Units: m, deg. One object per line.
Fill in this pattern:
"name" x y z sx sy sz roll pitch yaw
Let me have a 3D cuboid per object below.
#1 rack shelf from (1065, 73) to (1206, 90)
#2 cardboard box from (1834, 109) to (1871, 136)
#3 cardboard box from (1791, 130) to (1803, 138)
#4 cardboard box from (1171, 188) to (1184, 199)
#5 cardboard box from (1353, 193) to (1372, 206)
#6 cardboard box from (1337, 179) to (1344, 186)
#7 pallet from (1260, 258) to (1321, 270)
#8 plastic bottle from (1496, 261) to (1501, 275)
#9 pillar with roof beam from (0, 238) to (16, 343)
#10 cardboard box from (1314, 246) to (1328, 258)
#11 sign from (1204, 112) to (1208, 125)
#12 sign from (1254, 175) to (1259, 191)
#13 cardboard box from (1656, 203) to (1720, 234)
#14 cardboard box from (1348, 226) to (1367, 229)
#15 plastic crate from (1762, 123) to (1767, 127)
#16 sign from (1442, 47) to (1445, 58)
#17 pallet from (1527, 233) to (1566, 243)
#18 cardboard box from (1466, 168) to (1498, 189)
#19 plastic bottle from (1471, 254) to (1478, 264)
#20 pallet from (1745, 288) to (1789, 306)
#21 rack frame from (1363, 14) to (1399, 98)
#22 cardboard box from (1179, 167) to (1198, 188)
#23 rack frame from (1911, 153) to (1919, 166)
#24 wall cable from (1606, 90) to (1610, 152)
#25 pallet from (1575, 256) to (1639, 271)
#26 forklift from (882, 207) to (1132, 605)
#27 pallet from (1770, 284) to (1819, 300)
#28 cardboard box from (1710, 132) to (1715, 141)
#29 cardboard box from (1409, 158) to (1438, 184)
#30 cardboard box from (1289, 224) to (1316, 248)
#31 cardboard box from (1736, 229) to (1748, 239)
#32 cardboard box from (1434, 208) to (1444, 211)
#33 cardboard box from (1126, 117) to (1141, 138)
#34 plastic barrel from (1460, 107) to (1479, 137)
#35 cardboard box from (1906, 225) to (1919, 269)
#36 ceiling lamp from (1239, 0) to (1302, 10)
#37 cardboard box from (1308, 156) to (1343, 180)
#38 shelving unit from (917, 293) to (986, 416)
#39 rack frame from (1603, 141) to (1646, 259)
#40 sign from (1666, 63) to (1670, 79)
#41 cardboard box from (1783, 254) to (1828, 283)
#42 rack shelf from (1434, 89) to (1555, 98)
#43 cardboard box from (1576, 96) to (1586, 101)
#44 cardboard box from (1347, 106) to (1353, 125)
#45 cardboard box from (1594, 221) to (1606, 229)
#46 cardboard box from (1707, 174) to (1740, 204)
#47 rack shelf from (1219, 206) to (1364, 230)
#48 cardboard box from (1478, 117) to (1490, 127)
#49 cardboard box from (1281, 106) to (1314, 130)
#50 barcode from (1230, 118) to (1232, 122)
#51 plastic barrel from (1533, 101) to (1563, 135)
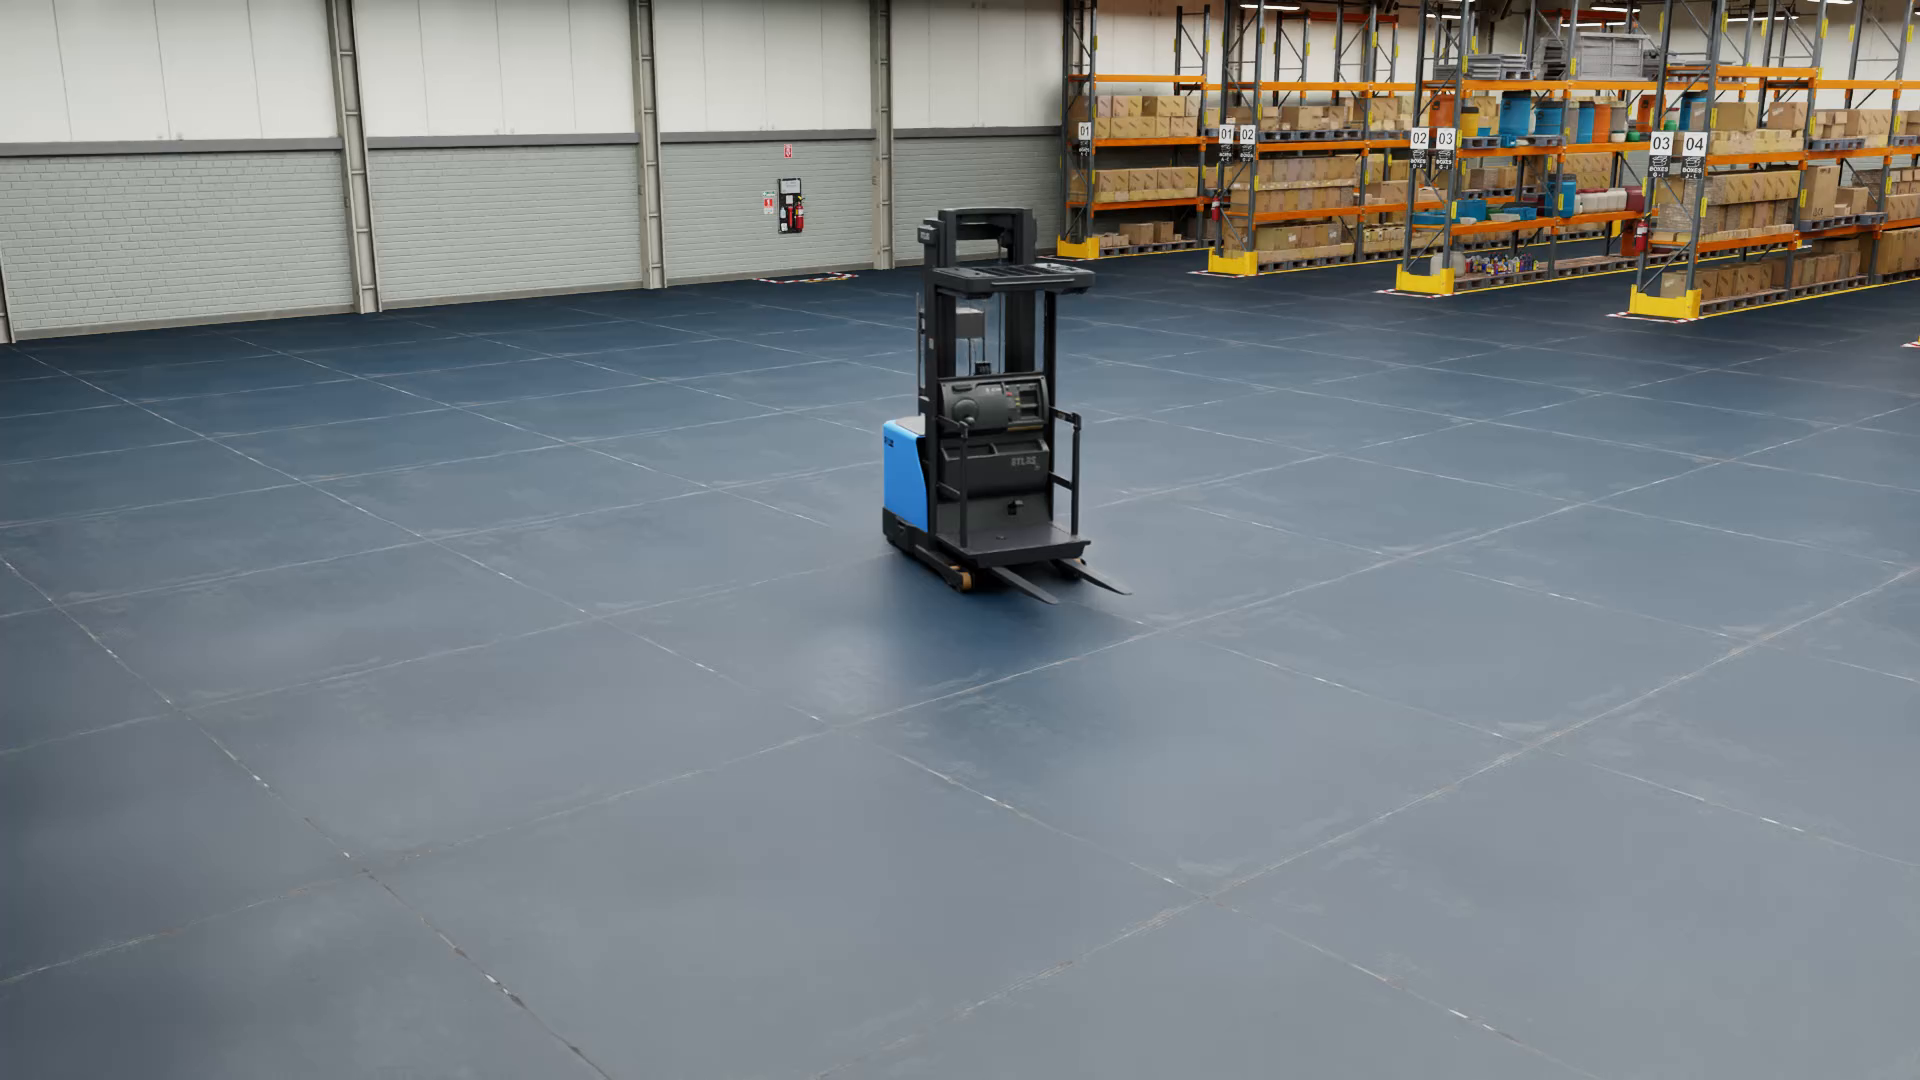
"rack shelf" 4.336 -11.260 40.869 4.000 0.370 1.077 -13 19 -39
"cardboard box" 17.658 -8.274 32.939 0.500 0.500 0.500 -12 19 -38
"cardboard box" 15.544 -7.615 31.152 0.250 0.149 0.380 -12 19 -38
"cardboard box" 5.305 -8.765 42.003 0.500 0.250 0.500 -13 19 -39
"cardboard box" 9.442 -8.106 39.573 0.500 0.250 0.500 -11 19 -36
"cardboard box" 8.651 -8.274 38.461 0.250 0.149 0.380 -13 20 -41
"pallet" 7.551 -6.405 38.318 1.213 0.211 1.003 -13 19 -39
"plastic bottle" 11.162 -5.643 34.496 0.097 0.271 0.097 0 15 0
"pillar with roof beam" -12.491 -6.654 22.223 0.400 9.000 9.100 -13 19 -39
"cardboard box" 8.142 -6.669 38.419 0.500 0.250 0.500 -13 19 -39
"sign" 6.207 -10.645 41.973 0.005 0.325 0.100 -13 19 -39
"sign" 6.442 -7.756 36.143 0.005 0.325 0.100 -13 19 -39
"cardboard box" 13.015 -5.759 29.728 0.500 0.500 0.875 -13 19 -39
"cardboard box" 9.605 -7.445 40.239 0.500 0.311 0.500 -12 19 -38
"plastic crate" 20.068 -10.368 42.060 0.767 0.338 0.504 -13 19 -39
"sign" 14.538 -14.618 49.922 0.005 0.325 0.100 -13 19 -39
"pallet" 15.653 -8.210 45.078 1.213 0.211 1.003 -13 19 -39
"cardboard box" 13.334 -9.261 42.602 0.500 0.500 0.700 -9 17 -29
"plastic bottle" 10.864 -5.862 35.166 0.185 0.351 0.144 -12 19 -37
"pallet" 15.116 -4.689 31.896 1.213 0.211 1.003 -13 19 -39
"rack frame" 11.880 -13.303 47.117 0.127 3.000 1.000 -13 19 -39
"cardboard box" 5.691 -9.209 42.213 0.500 0.500 0.500 -13 20 -39
"rack frame" 21.635 -7.512 37.061 0.127 3.000 1.000 -13 19 -39
"wall cable" 19.399 -13.369 53.381 0.112 2.526 3.097 -13 19 -39
"pallet" 14.756 -6.328 38.031 1.213 0.211 1.003 -13 19 -39
"forklift" 0.372 -1.126 13.286 1.130 2.935 3.031 -6 16 -23
"pallet" 16.186 -4.942 32.842 1.213 0.211 1.003 -13 19 -39
"cardboard box" 12.942 -7.050 29.038 0.250 0.149 0.380 -13 20 -40
"cardboard box" 13.978 -11.014 49.589 0.700 0.700 0.980 -13 20 -40
"cardboard box" 7.766 -6.946 38.004 0.500 0.500 0.500 -13 19 -39
"cardboard box" 14.149 -5.595 30.371 0.250 0.149 0.380 -13 19 -39
"cardboard box" 14.058 -9.855 49.863 0.500 0.500 0.700 -13 20 -40
"cardboard box" 4.062 -10.060 40.555 0.500 0.500 0.500 -12 19 -37
"plastic barrel" 10.107 -8.404 33.411 0.600 0.588 0.600 0 15 0
"cardboard box" 20.492 -6.425 36.293 0.875 0.875 1.225 -14 20 -41
"ceiling lamp" 7.585 -14.199 39.160 2.000 3.185 0.800 -13 19 -39
"cardboard box" 8.389 -8.599 38.422 0.500 0.500 0.700 -13 20 -39
"shelving unit" -0.080 -1.166 15.046 0.503 2.100 0.431 -6 16 -20
"rack frame" 15.366 -7.799 38.134 0.127 3.000 1.000 -13 19 -39
"sign" 15.732 -10.435 37.005 0.005 0.325 0.100 -13 19 -39
"cardboard box" 16.871 -5.434 33.271 0.700 0.500 0.500 14 20 42
"rack shelf" 13.626 -11.460 42.385 4.000 0.370 1.077 -13 19 -39
"cardboard box" 16.320 -11.655 44.626 0.500 0.500 0.700 -13 19 -39
"cardboard box" 10.767 -11.881 46.557 0.500 0.500 0.700 -13 20 -40
"cardboard box" 17.904 -8.984 46.562 0.500 0.500 0.500 -13 19 -39
"cardboard box" 13.558 -6.278 29.733 0.500 0.500 0.500 -13 19 -39
"rack shelf" 7.591 -7.400 38.034 4.000 0.370 1.077 -13 19 -39
"cardboard box" 12.809 -10.428 41.971 0.500 0.500 0.910 -13 19 -39
"cardboard box" 7.514 -9.405 37.055 0.500 0.500 0.500 -13 19 -39
"barcode" 5.993 -9.283 36.754 0.075 0.075 0.001 -13 19 -39
"plastic barrel" 12.590 -8.941 35.626 0.708 0.901 0.600 -13 19 -39
